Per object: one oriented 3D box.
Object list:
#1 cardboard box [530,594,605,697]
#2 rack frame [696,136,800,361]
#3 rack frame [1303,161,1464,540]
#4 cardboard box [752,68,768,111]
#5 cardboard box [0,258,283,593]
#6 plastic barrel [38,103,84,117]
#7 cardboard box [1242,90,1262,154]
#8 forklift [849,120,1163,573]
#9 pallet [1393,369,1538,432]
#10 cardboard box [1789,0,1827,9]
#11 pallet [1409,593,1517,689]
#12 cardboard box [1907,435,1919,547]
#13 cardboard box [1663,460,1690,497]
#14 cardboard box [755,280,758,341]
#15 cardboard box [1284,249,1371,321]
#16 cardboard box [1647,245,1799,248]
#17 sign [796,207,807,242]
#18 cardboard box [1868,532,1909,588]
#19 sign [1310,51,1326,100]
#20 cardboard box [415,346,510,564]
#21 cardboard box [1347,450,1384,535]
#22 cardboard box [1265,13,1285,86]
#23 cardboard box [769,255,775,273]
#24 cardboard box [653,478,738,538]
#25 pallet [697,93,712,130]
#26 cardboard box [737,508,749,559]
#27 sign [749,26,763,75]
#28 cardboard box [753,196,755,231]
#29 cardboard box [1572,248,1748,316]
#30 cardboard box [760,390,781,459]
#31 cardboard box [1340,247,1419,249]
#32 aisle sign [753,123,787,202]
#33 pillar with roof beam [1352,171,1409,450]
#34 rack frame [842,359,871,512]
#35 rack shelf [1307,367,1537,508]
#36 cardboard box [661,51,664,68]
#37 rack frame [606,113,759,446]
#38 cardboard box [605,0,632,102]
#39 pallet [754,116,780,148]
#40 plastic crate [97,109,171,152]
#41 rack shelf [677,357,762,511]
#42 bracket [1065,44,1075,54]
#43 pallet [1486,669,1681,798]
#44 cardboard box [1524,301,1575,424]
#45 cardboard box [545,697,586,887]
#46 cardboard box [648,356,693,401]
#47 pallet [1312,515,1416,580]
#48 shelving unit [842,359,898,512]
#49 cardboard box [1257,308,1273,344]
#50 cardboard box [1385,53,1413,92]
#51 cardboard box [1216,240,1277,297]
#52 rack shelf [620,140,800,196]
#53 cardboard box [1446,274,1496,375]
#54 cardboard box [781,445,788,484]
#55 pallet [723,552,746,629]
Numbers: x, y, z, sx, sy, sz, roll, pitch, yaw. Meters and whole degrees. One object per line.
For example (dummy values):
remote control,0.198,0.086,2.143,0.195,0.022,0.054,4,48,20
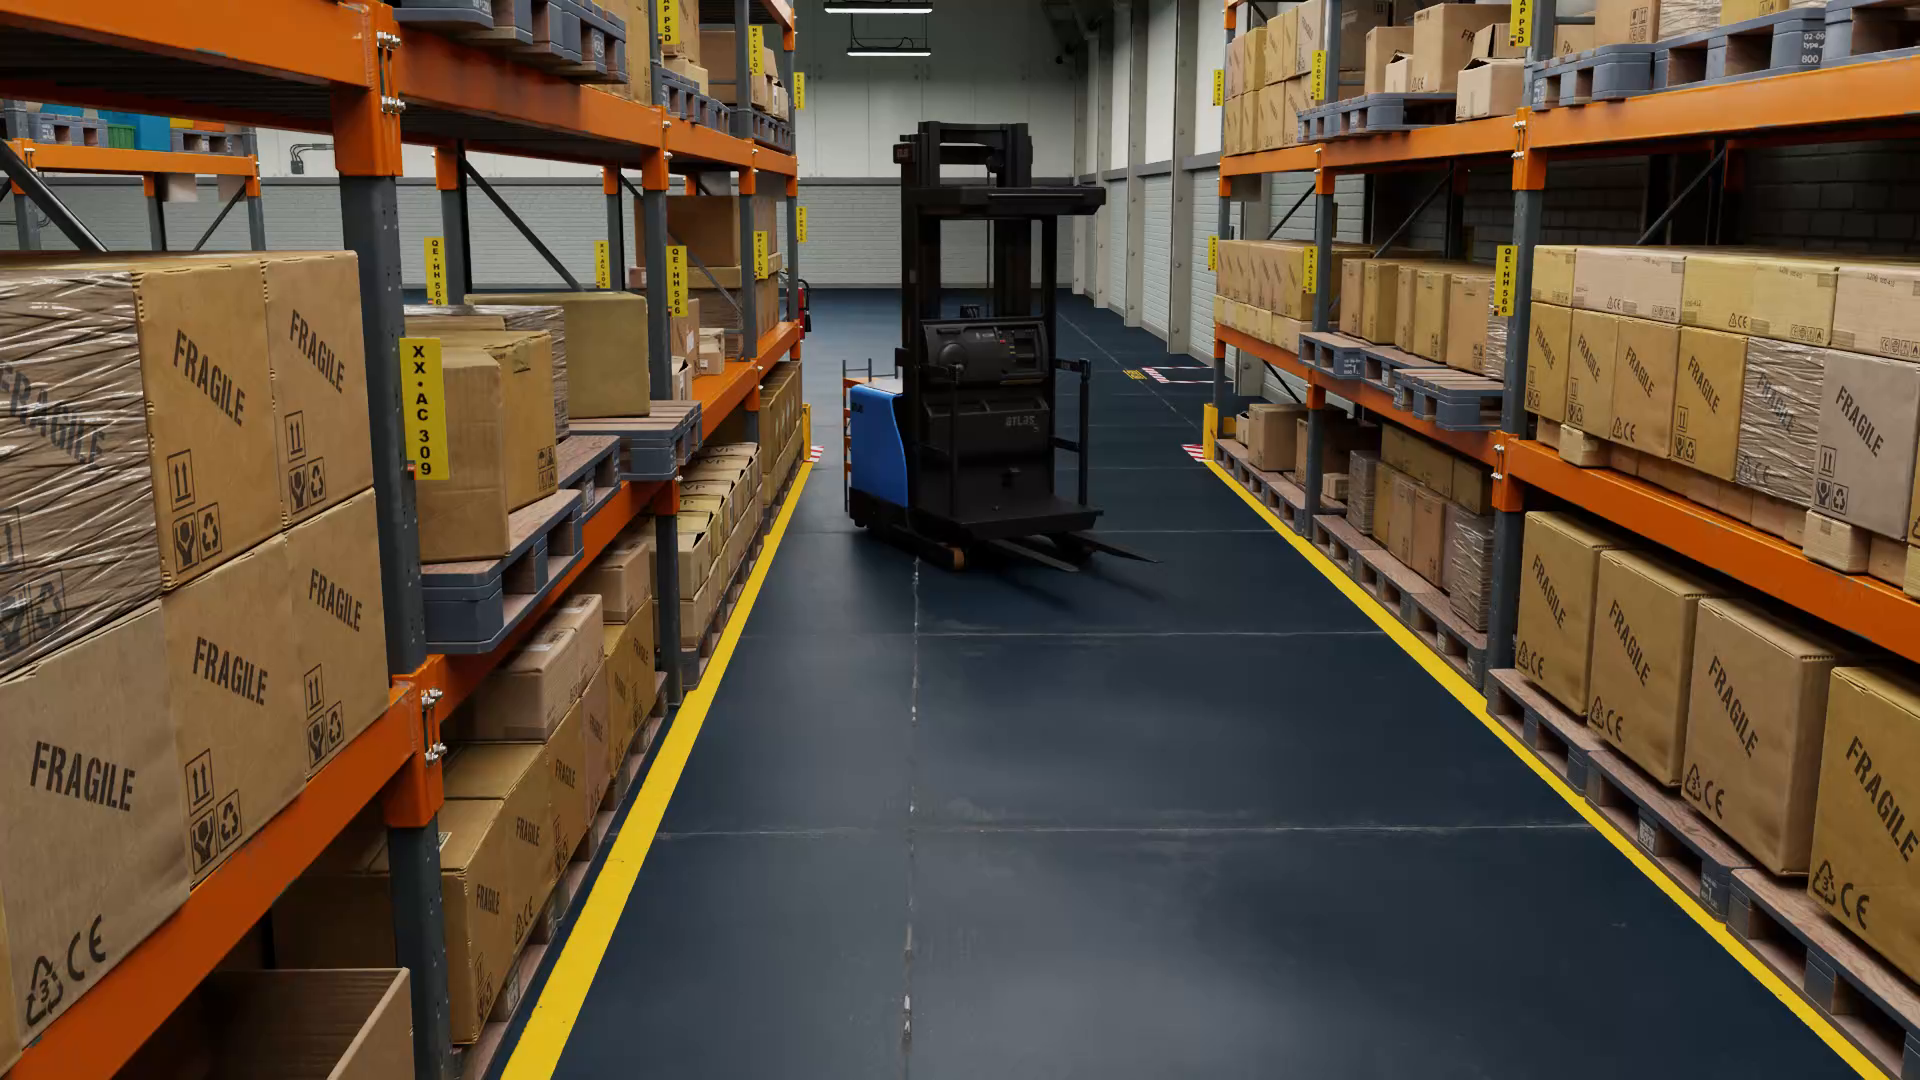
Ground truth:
cardboard box,-1.572,0.375,5.960,0.500,0.250,0.500,0,11,-2
rack frame,-2.022,-2.256,15.637,1.000,3.000,0.127,0,11,-1
rack frame,3.013,-1.482,11.822,1.000,3.000,0.127,0,11,-1
cardboard box,-1.697,-3.371,12.401,0.500,0.311,0.500,-1,12,-4
cardboard box,-1.492,-0.209,2.778,0.500,0.500,0.500,0,11,-2
plastic barrel,-6.805,-3.562,12.209,0.600,0.901,0.708,0,11,-1
cardboard box,2.678,-3.529,14.063,0.500,0.500,0.500,0,11,1
forklift,0.281,-1.326,11.223,1.130,2.935,3.031,-6,13,-26
pallet,2.974,-0.735,8.618,1.213,0.211,1.003,0,11,-1
cardboard box,3.248,-2.012,5.532,0.700,0.500,0.500,0,11,-1
pallet,3.081,0.524,8.946,1.003,0.211,1.213,0,11,-1
cardboard box,2.917,-0.187,4.389,0.500,0.500,0.500,0,11,-2
cardboard box,2.925,-0.252,6.338,0.380,0.149,0.250,0,11,0
cardboard box,-1.979,-1.803,13.151,0.700,0.500,0.500,0,11,0
cardboard box,2.694,-1.879,12.217,0.500,0.500,0.500,0,11,-1
cardboard box,3.364,-1.170,7.347,0.500,0.250,0.500,0,11,0
sign,-1.479,-2.939,15.496,0.100,0.325,0.005,0,11,-1
cardboard box,2.899,0.053,4.833,0.380,0.149,0.250,0,11,1
sign,2.471,-3.202,11.454,0.100,0.325,0.005,0,11,-1
cardboard box,-1.560,-0.221,4.296,0.700,0.500,0.500,-4,12,-20
cardboard box,3.045,-0.327,11.306,0.700,0.500,0.500,0,11,1
cardboard box,2.689,-3.812,12.946,0.500,0.500,0.500,-1,11,-3
cardboard box,-1.809,-2.395,14.439,0.380,0.149,0.250,0,11,0
cardboard box,-1.613,-0.213,10.012,0.500,0.311,0.500,0,11,-2
pallet,-1.986,-2.401,9.278,1.003,0.211,1.213,0,11,1
cardboard box,-1.621,-0.036,10.552,0.500,0.250,0.500,0,11,0
sign,-1.397,-3.343,11.358,0.100,0.325,0.005,0,11,-1
cardboard box,-1.976,-2.434,12.999,0.700,0.500,0.500,0,11,-1
cardboard box,2.859,-1.061,6.810,0.500,0.250,0.500,0,11,-2
cardboard box,-1.654,-0.880,12.825,0.500,0.500,0.500,0,11,-1
cardboard box,3.205,-1.983,12.732,0.500,0.500,0.500,0,11,-1
aisle sign,-1.730,-3.545,15.449,0.394,0.787,0.004,0,11,-1
pillar with roof beam,-0.494,-5.064,14.389,9.100,9.000,0.400,0,11,-1
rack frame,-0.804,-0.822,13.095,0.240,1.200,0.015,-6,13,-27
rack shelf,3.054,-0.732,9.934,1.077,0.370,4.000,0,11,-1
cardboard box,-1.961,-2.683,9.518,0.500,0.250,0.500,-1,12,-6
rack frame,-1.939,-1.461,11.718,1.000,3.000,0.127,0,11,-1
cardboard box,-1.804,-1.997,6.564,0.910,0.500,0.500,0,11,-1
pallet,-2.005,-3.299,13.456,1.003,0.211,1.213,0,11,-1
plastic crate,-6.634,-3.321,13.382,0.392,0.384,0.575,0,11,-1
rack shelf,-1.898,-0.711,9.830,1.077,0.370,4.000,0,11,-1
bracket,2.843,-12.726,43.099,0.235,0.232,0.430,0,11,-1
pallet,3.037,0.836,7.406,1.003,0.211,1.213,0,11,-1
cardboard box,2.850,-0.794,7.380,0.500,0.500,0.500,0,11,1
cardboard box,-1.566,0.836,5.575,0.500,0.500,0.500,0,11,0
cardboard box,-1.682,-0.801,8.688,0.500,0.311,0.500,0,11,-2
pallet,3.031,0.039,11.336,1.003,0.211,1.213,0,11,-1
shelving unit,-0.692,-0.779,12.883,0.258,1.200,0.503,-6,13,-27
cardboard box,2.672,-1.711,13.274,0.500,0.250,0.500,0,11,-1
cardboard box,2.957,-2.883,10.350,0.500,0.311,0.500,0,11,1
cardboard box,2.640,-2.485,15.206,0.500,0.500,0.500,0,11,-1
rack shelf,-1.981,-2.976,13.451,1.077,0.370,4.000,0,11,-1
cardboard box,3.037,-1.156,8.856,0.700,0.500,0.500,-1,12,-7
cardboard box,-1.656,-0.612,13.390,0.500,0.250,0.500,0,11,-1
pallet,-1.857,0.295,10.076,1.003,0.211,1.213,0,11,-1
